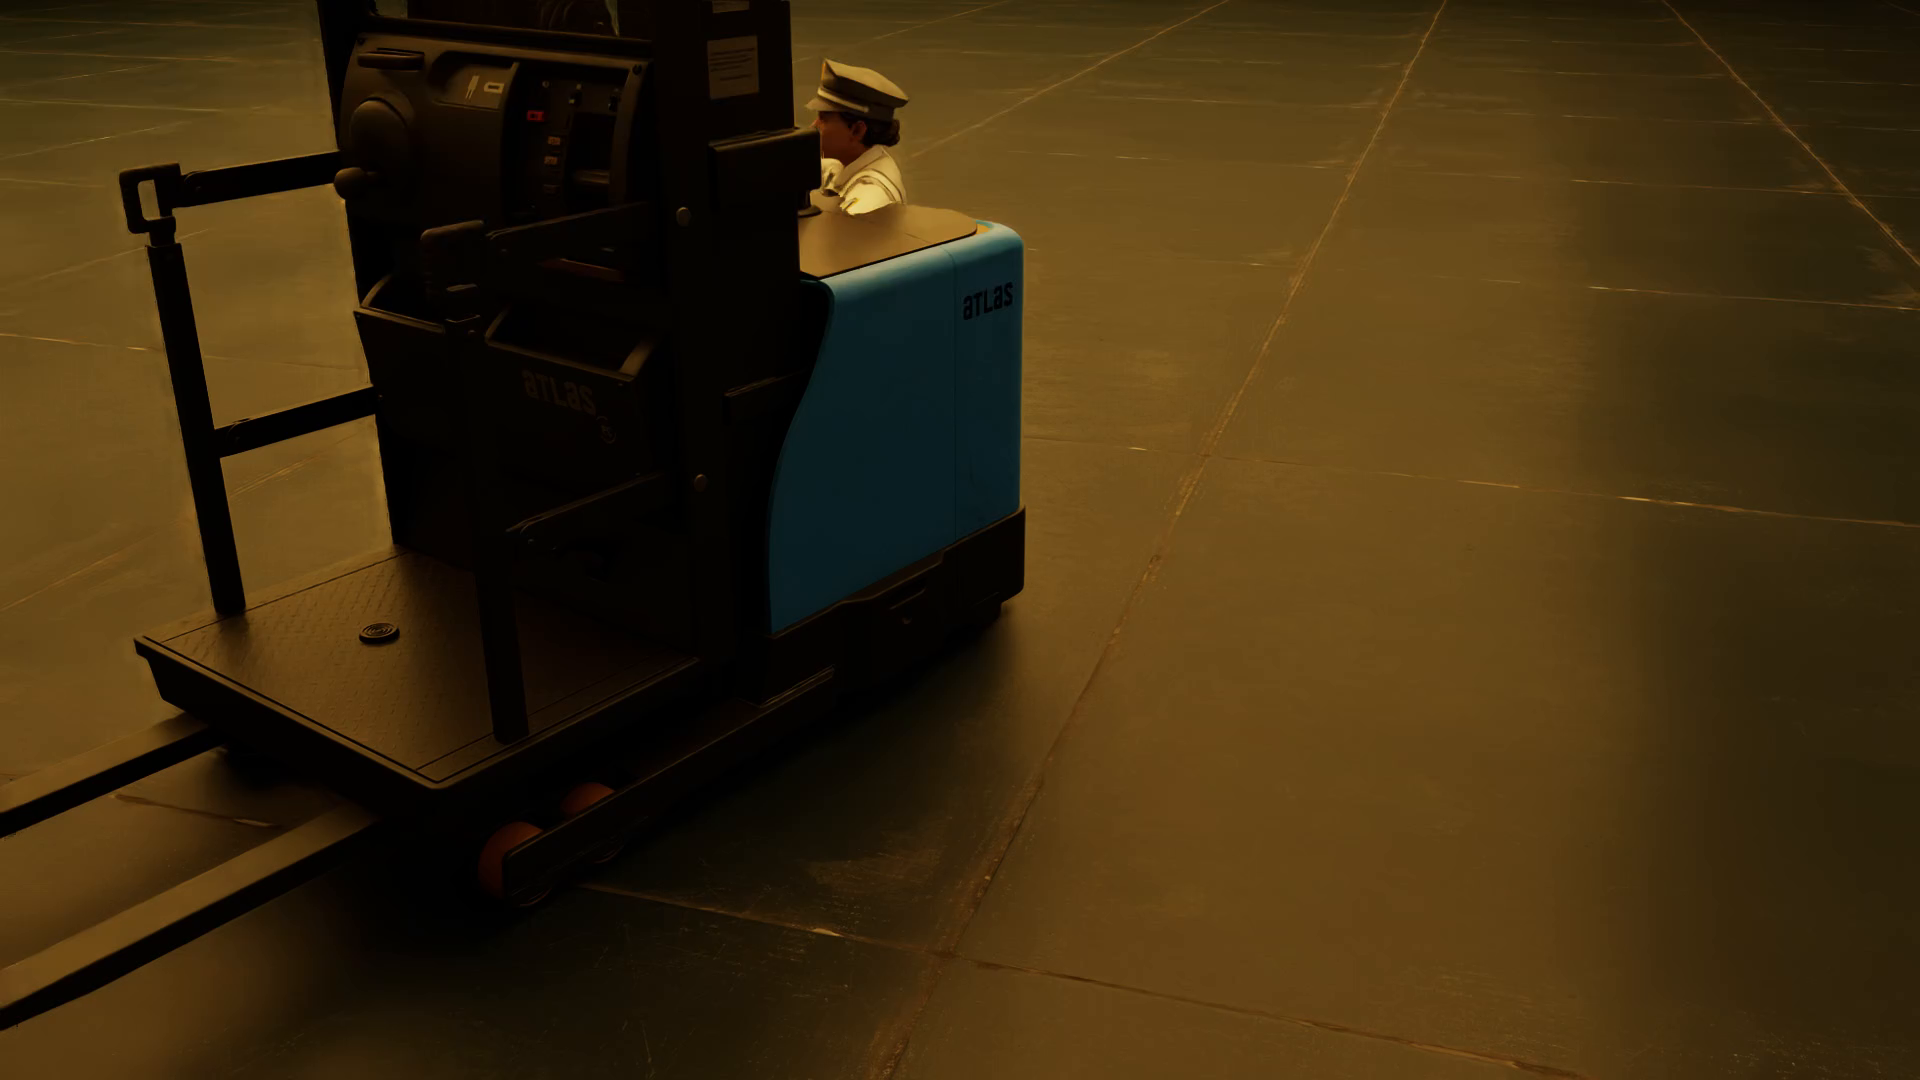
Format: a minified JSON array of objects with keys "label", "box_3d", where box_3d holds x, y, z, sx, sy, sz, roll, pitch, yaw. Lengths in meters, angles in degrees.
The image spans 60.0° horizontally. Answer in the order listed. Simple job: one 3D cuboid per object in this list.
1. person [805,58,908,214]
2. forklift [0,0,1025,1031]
[{"label":"person","box_3d":[-0.544,-0.610,4.685,0.798,1.453,0.984,-7,23,-16]},{"label":"forklift","box_3d":[-1.110,-0.830,3.291,1.130,2.935,3.031,16,27,34]}]
